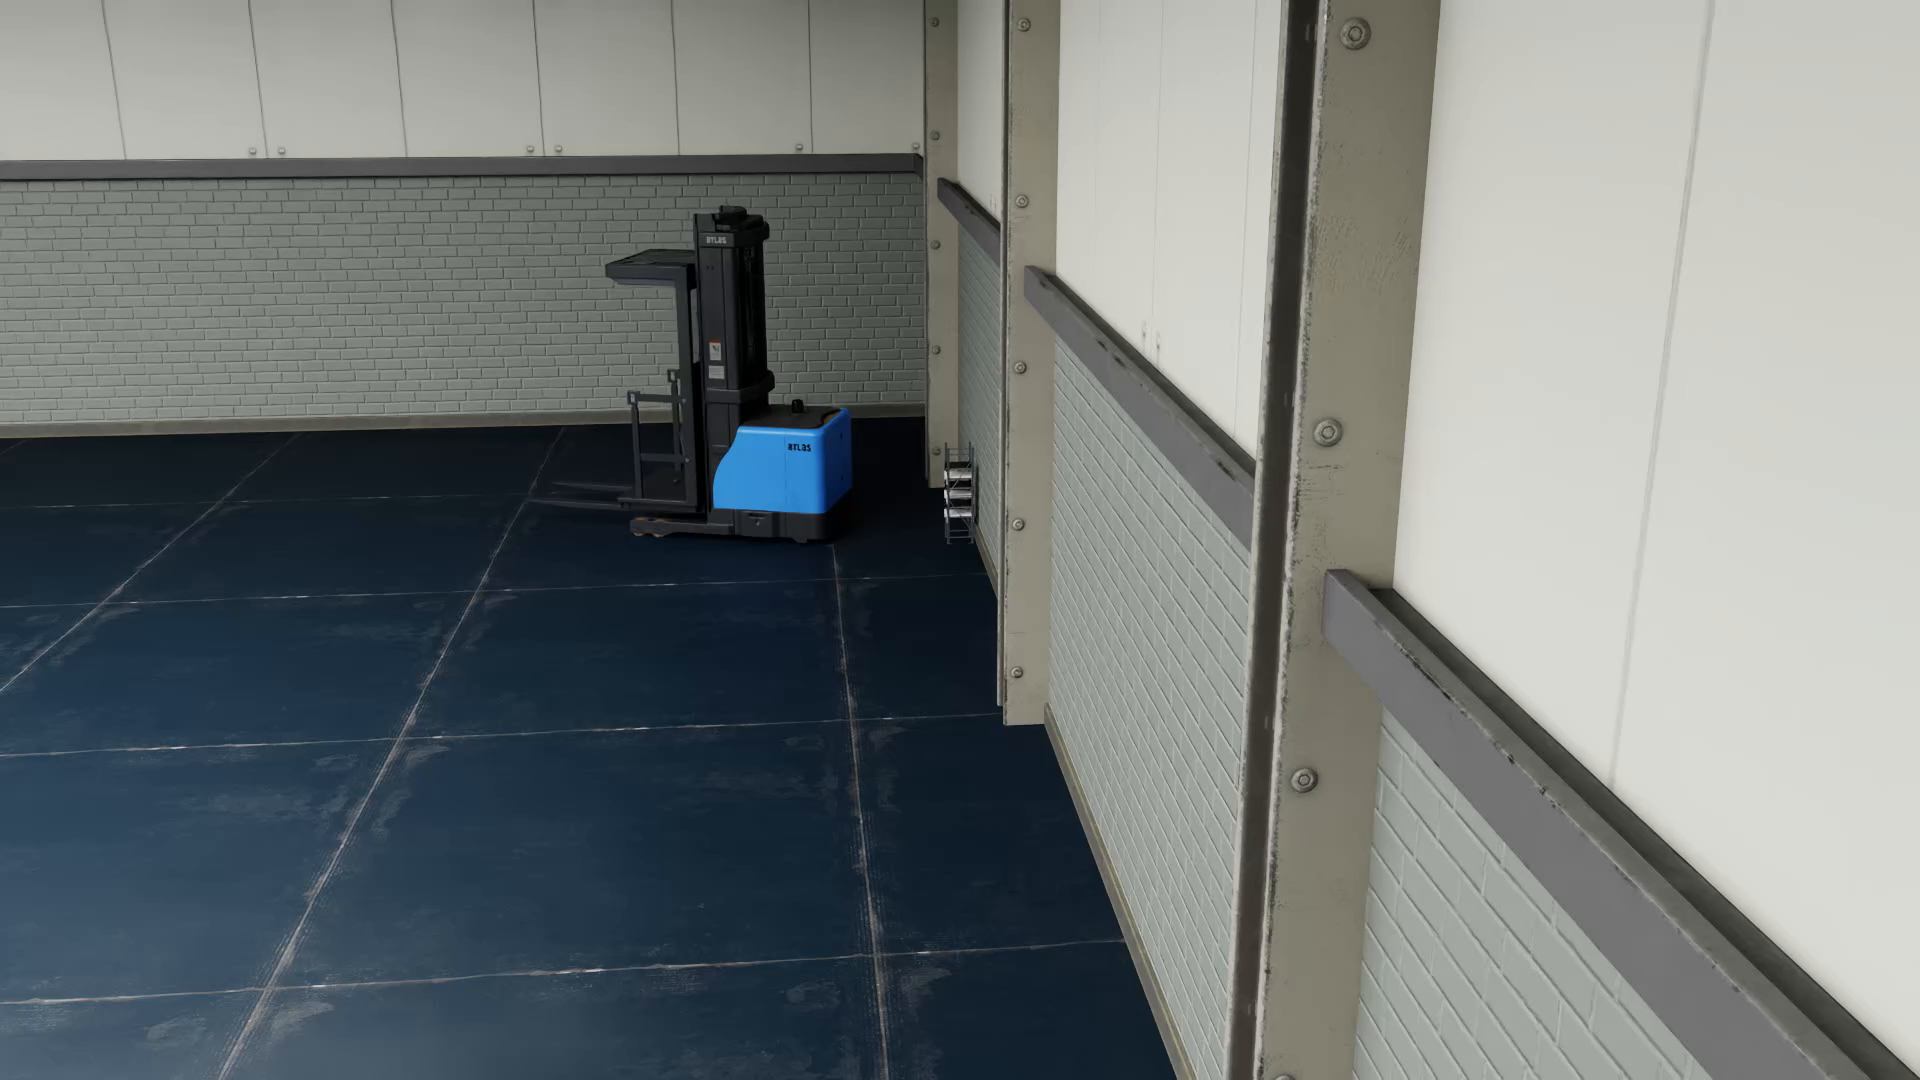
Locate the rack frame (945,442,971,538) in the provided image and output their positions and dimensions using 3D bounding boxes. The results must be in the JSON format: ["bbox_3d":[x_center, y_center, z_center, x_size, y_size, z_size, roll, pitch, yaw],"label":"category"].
[{"bbox_3d":[-0.019,-0.456,15.201,0.240,0.900,0.006,-2,18,-6],"label":"rack frame"}]

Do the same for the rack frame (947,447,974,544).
[{"bbox_3d":[0.004,-0.396,15.009,0.240,0.900,0.006,-2,18,-6],"label":"rack frame"}]

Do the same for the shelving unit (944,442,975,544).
[{"bbox_3d":[-0.007,-0.426,15.105,0.258,0.900,0.210,-2,18,-6],"label":"shelving unit"}]

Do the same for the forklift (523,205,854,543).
[{"bbox_3d":[-2.583,-1.573,15.367,3.031,2.935,1.130,4,18,11],"label":"forklift"}]

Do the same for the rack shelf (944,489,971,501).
[{"bbox_3d":[-0.007,-0.394,15.115,0.258,0.077,0.200,-2,18,-6],"label":"rack shelf"}]

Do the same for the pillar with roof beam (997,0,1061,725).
[{"bbox_3d":[-3.849,-2.970,9.685,9.100,9.000,0.400,-2,18,-6],"label":"pillar with roof beam"}]

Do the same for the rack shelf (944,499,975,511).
[{"bbox_3d":[-0.007,-0.308,15.142,0.258,0.077,0.200,-2,18,-6],"label":"rack shelf"}]

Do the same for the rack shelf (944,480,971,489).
[{"bbox_3d":[-0.007,-0.480,15.088,0.258,0.077,0.200,-2,18,-6],"label":"rack shelf"}]

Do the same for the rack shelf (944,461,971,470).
[{"bbox_3d":[-0.007,-0.652,15.034,0.258,0.077,0.200,-2,18,-6],"label":"rack shelf"}]

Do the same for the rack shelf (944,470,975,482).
[{"bbox_3d":[-0.007,-0.566,15.061,0.258,0.077,0.200,-2,18,-6],"label":"rack shelf"}]

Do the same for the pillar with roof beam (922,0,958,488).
[{"bbox_3d":[-4.468,-4.757,15.379,9.100,9.000,0.400,-2,18,-6],"label":"pillar with roof beam"}]

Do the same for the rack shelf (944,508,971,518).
[{"bbox_3d":[-0.007,-0.223,15.169,0.258,0.077,0.200,-2,18,-6],"label":"rack shelf"}]
